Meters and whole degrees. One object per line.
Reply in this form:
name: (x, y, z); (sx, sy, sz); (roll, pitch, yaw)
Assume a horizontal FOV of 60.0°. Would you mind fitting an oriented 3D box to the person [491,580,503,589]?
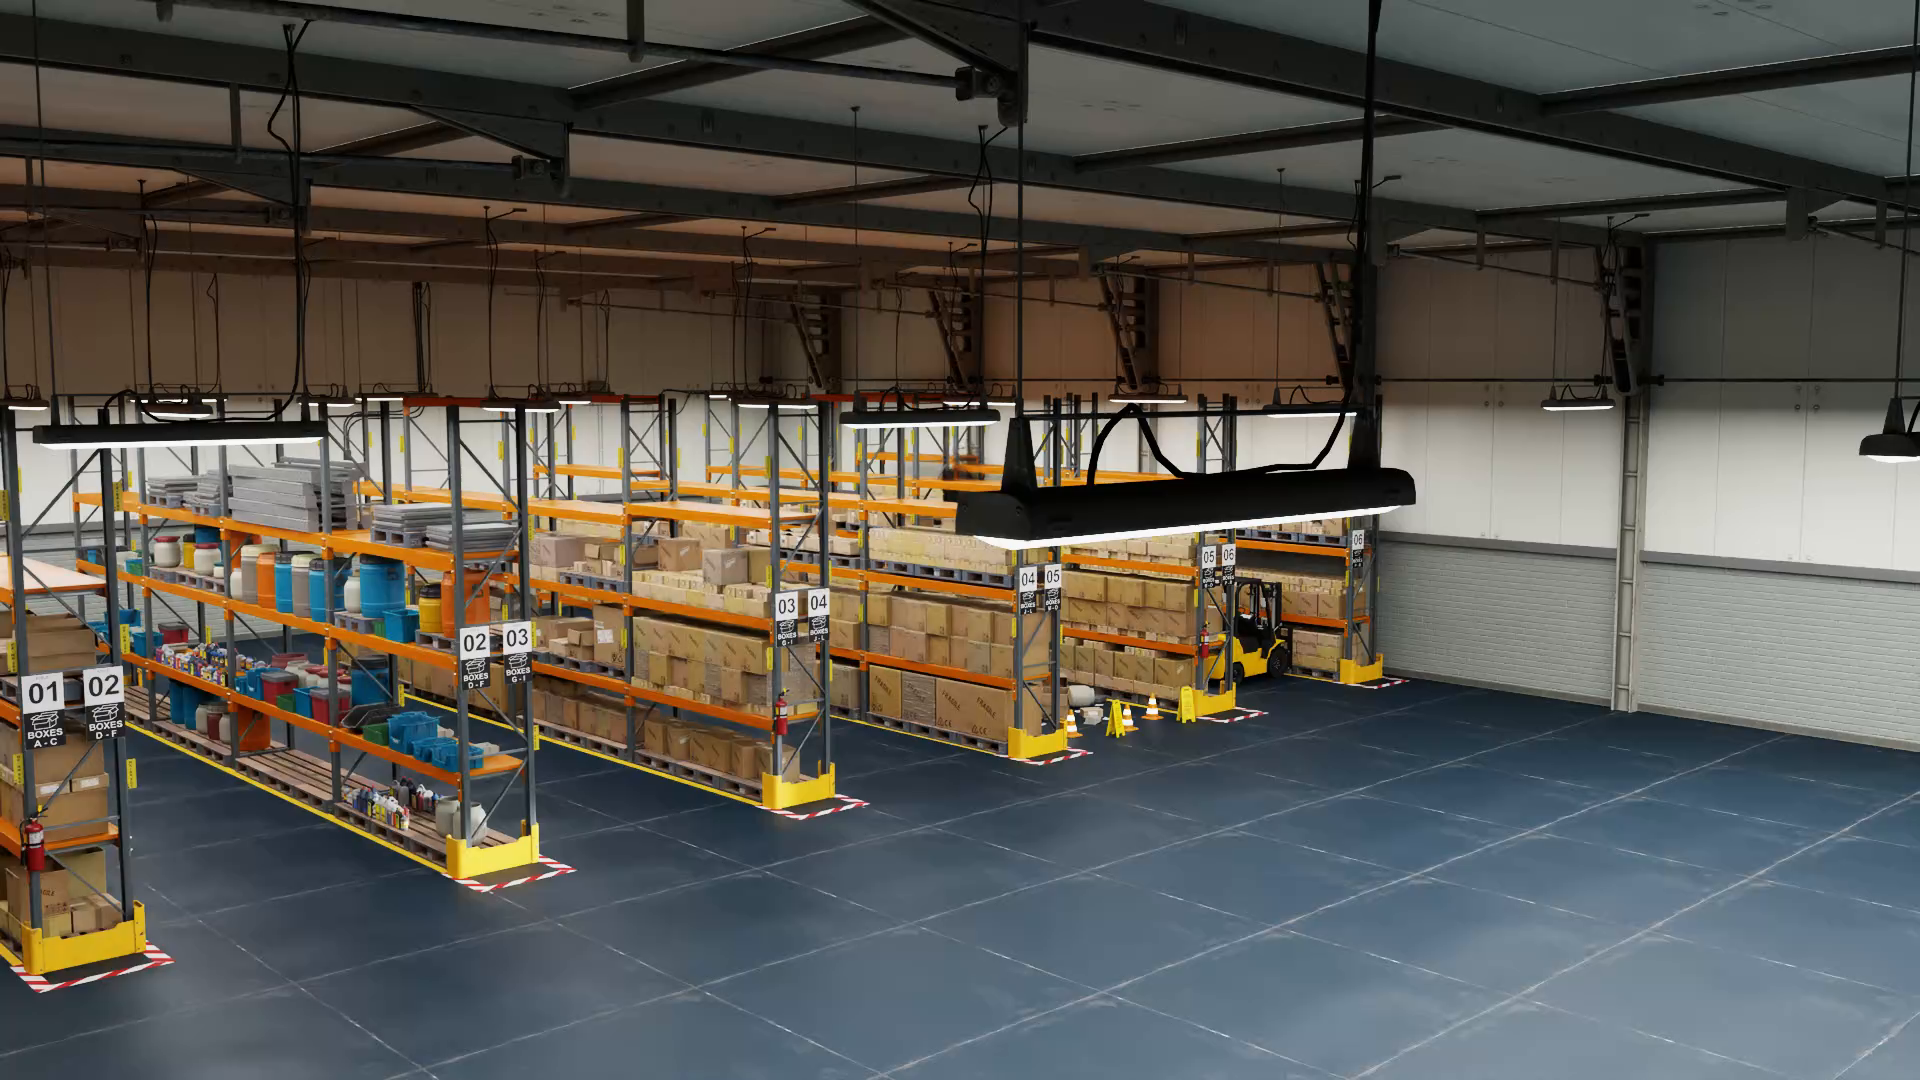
person: (-10.822, 1.744, 38.390); (0.800, 1.785, 0.906); (-2, 6, -22)
